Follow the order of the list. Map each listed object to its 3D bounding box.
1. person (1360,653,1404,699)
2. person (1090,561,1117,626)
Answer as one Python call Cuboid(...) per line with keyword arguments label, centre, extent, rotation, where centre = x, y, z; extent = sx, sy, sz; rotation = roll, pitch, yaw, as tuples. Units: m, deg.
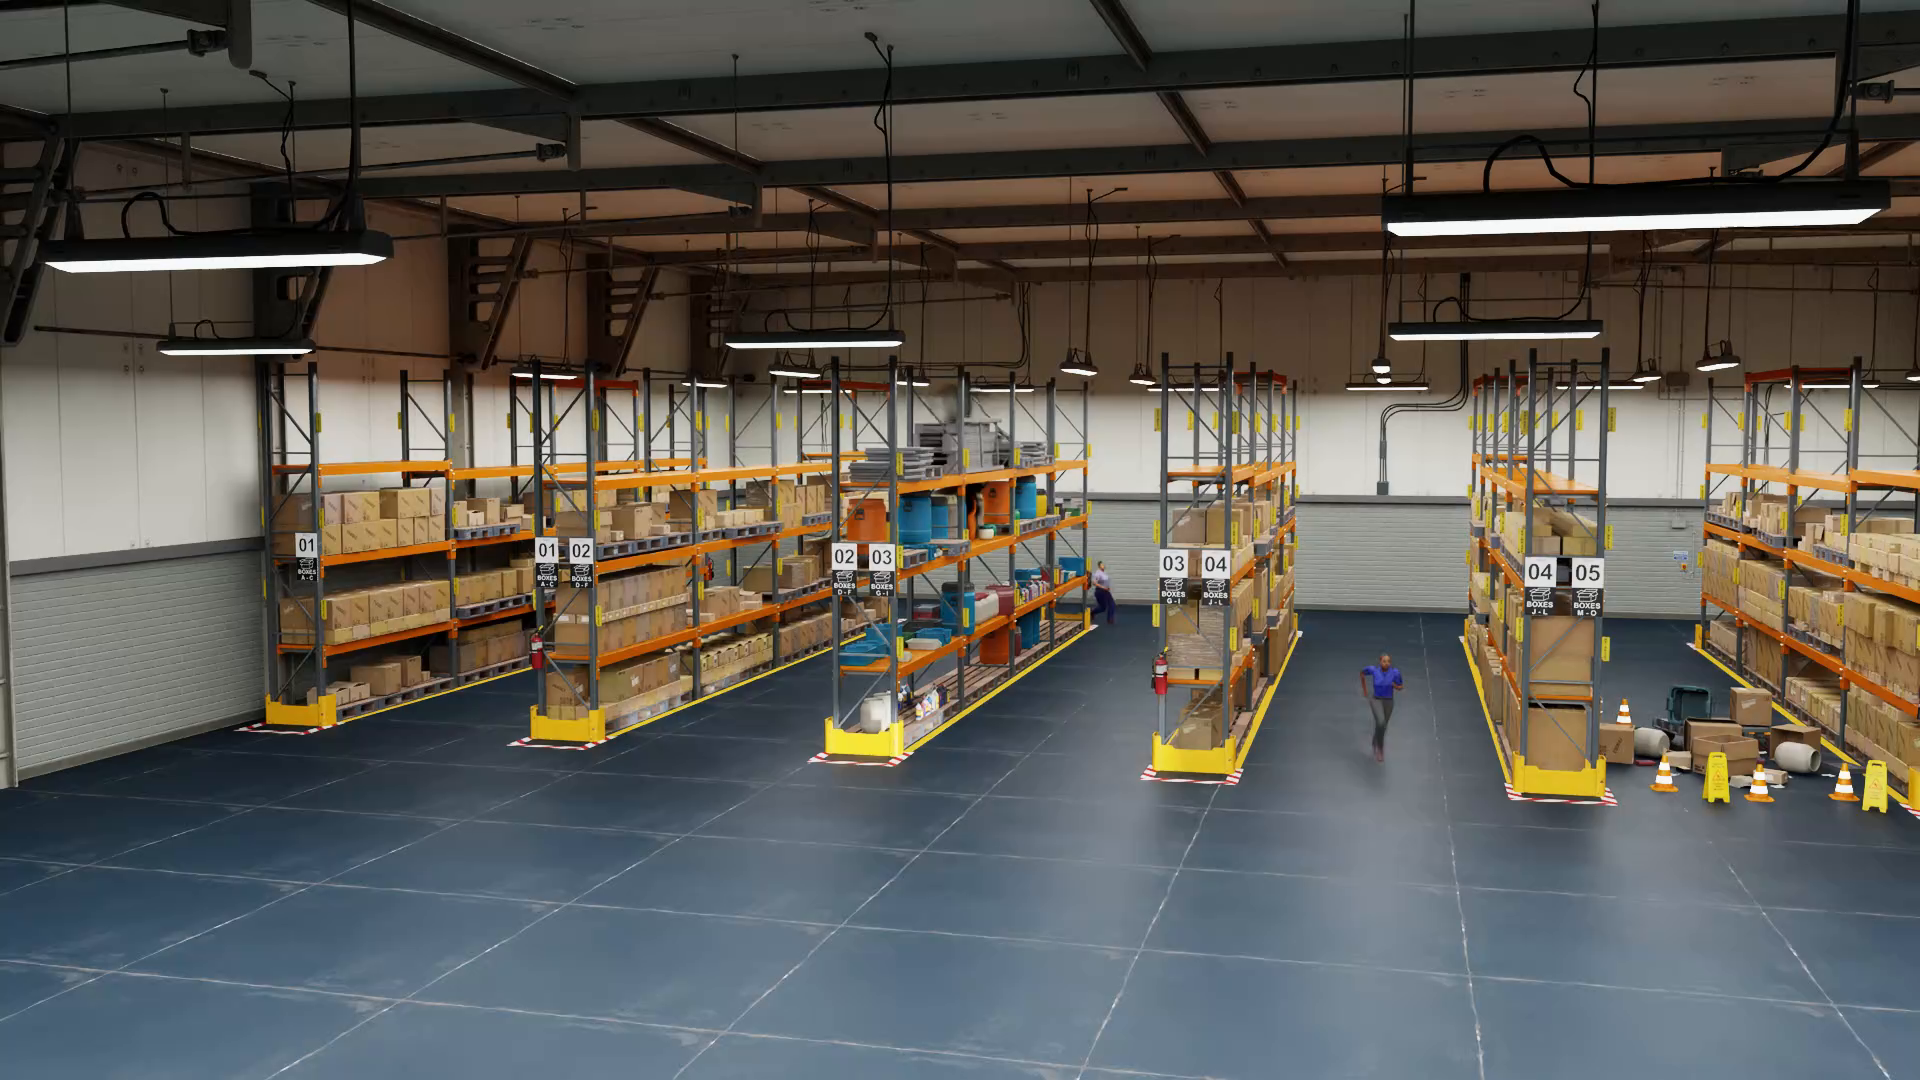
Cuboid(label="person", centre=(6.269, 2.022, 24.553), extent=(0.568, 0.736, 0.628), rotation=(0, 4, -3))
Cuboid(label="person", centre=(3.481, 1.324, 41.205), extent=(0.761, 1.627, 0.652), rotation=(3, 5, 33))
